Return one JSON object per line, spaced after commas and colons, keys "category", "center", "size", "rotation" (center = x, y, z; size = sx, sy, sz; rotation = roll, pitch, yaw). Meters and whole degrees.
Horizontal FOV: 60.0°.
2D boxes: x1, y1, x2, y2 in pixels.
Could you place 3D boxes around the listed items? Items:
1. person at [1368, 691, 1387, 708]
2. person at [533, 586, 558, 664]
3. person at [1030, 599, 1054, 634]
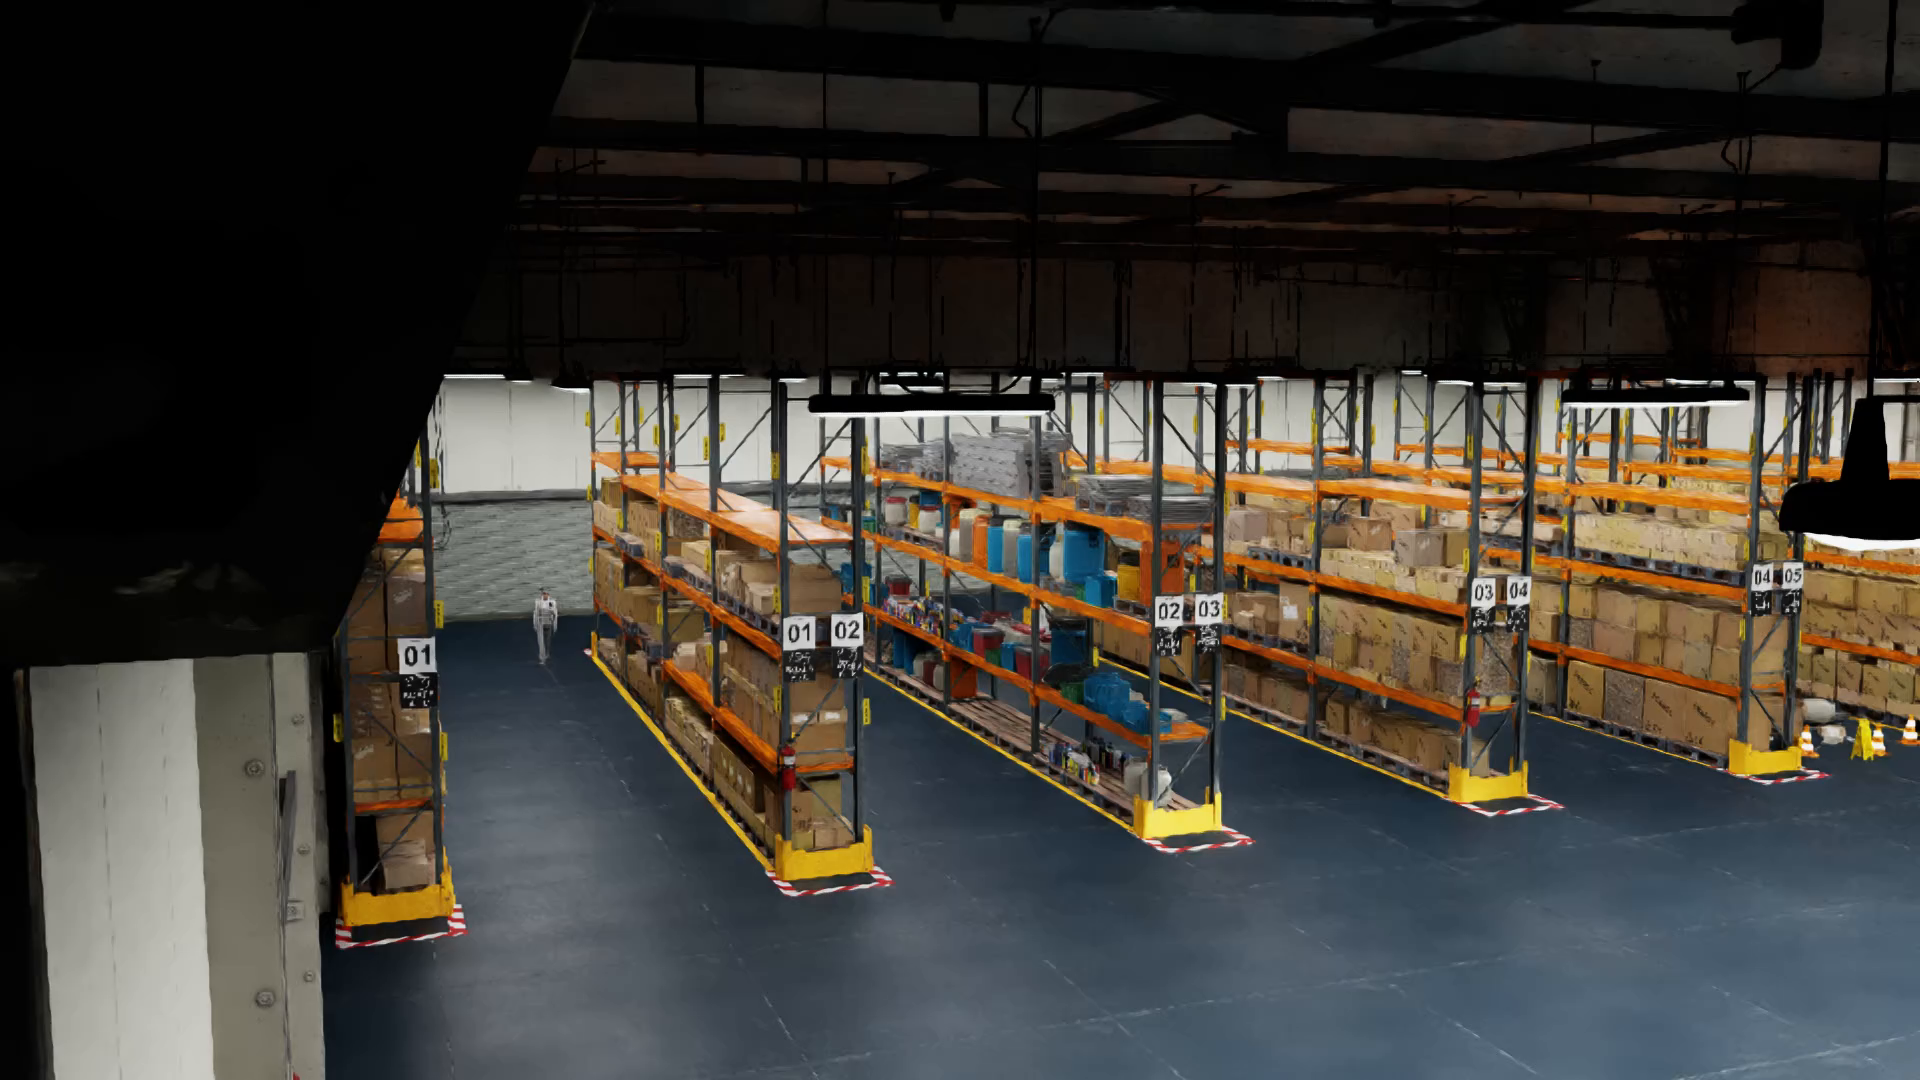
{"category": "person", "center": [7.280, 2.282, 28.752], "size": [0.534, 1.677, 0.420], "rotation": [6, 8, 41]}
{"category": "person", "center": [-8.496, 1.707, 34.163], "size": [0.489, 1.588, 1.073], "rotation": [-2, 7, -21]}
{"category": "person", "center": [1.621, 1.830, 32.406], "size": [0.604, 1.781, 0.444], "rotation": [6, 9, 44]}
